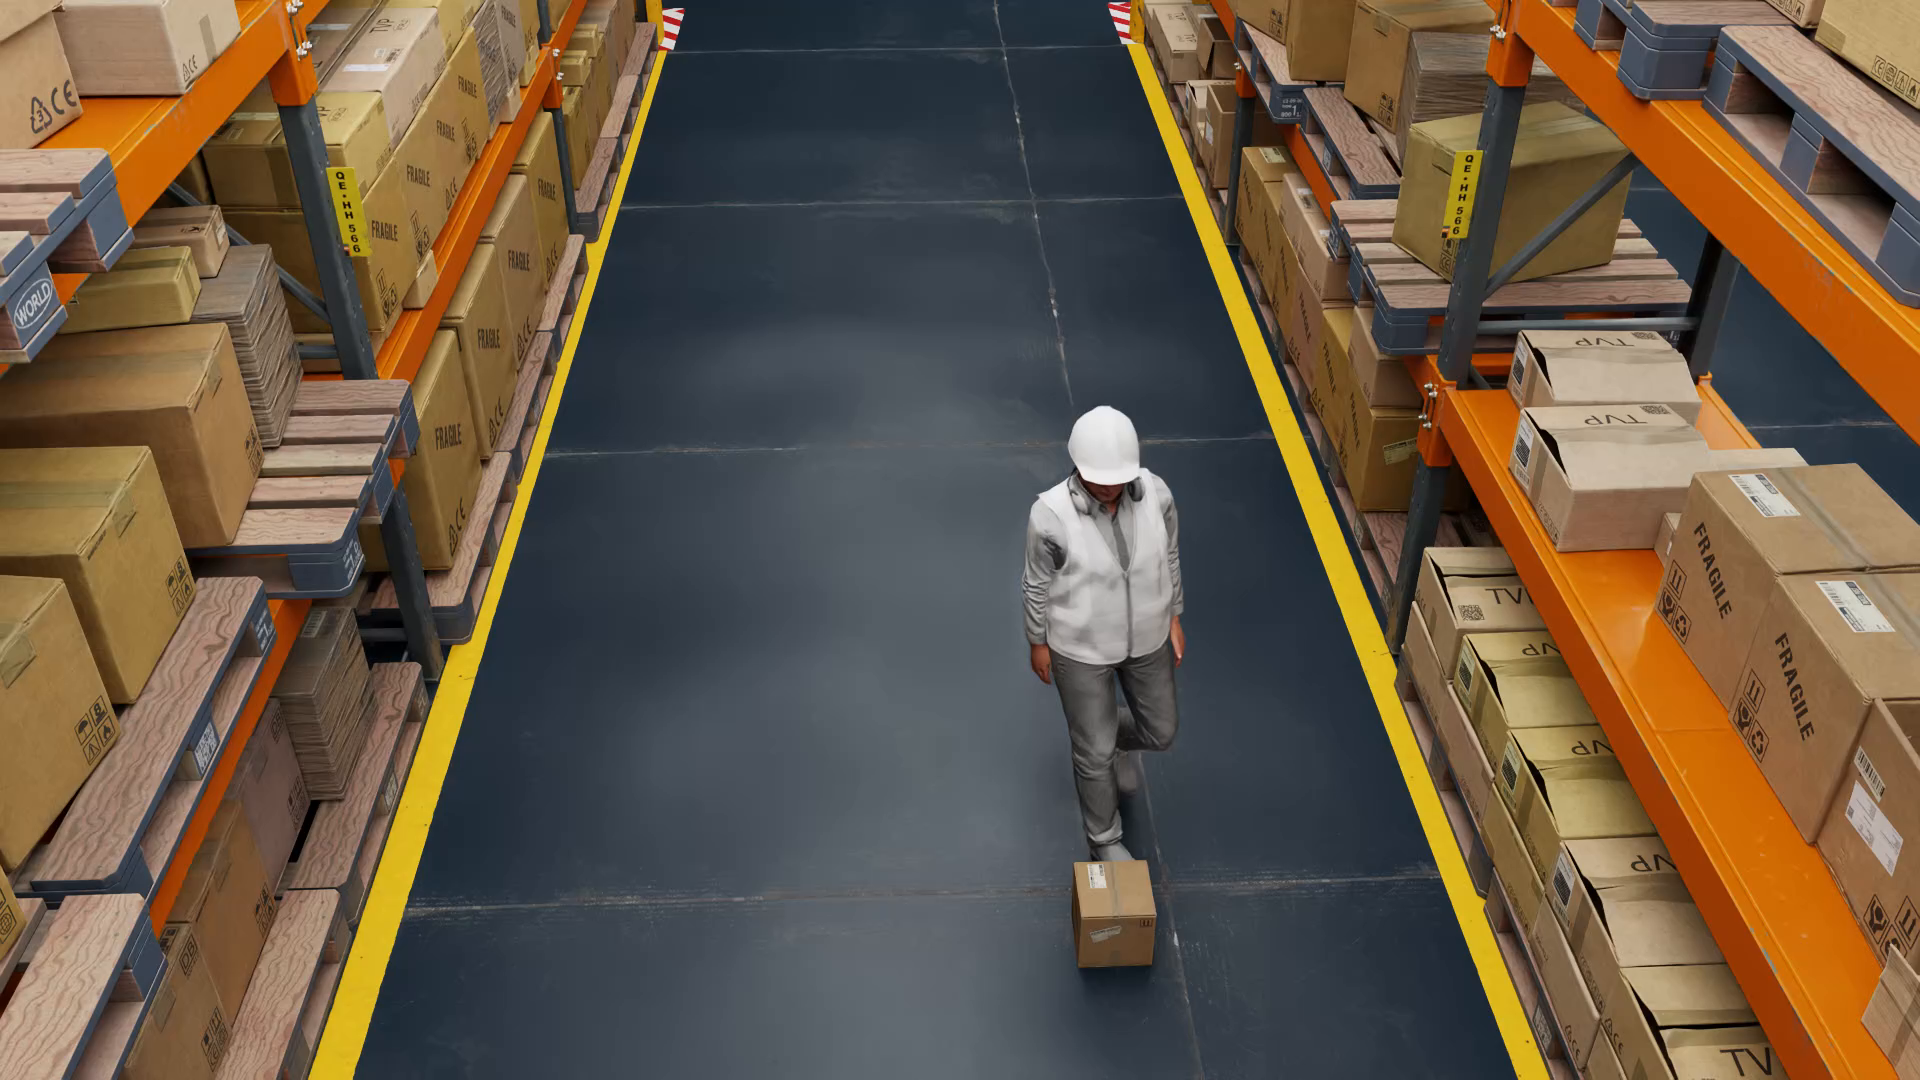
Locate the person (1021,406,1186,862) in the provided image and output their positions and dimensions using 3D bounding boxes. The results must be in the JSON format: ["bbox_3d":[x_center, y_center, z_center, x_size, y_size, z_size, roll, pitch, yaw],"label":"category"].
[{"bbox_3d":[0.513,0.350,5.606,0.557,1.767,0.692,-13,37,-17],"label":"person"}]
